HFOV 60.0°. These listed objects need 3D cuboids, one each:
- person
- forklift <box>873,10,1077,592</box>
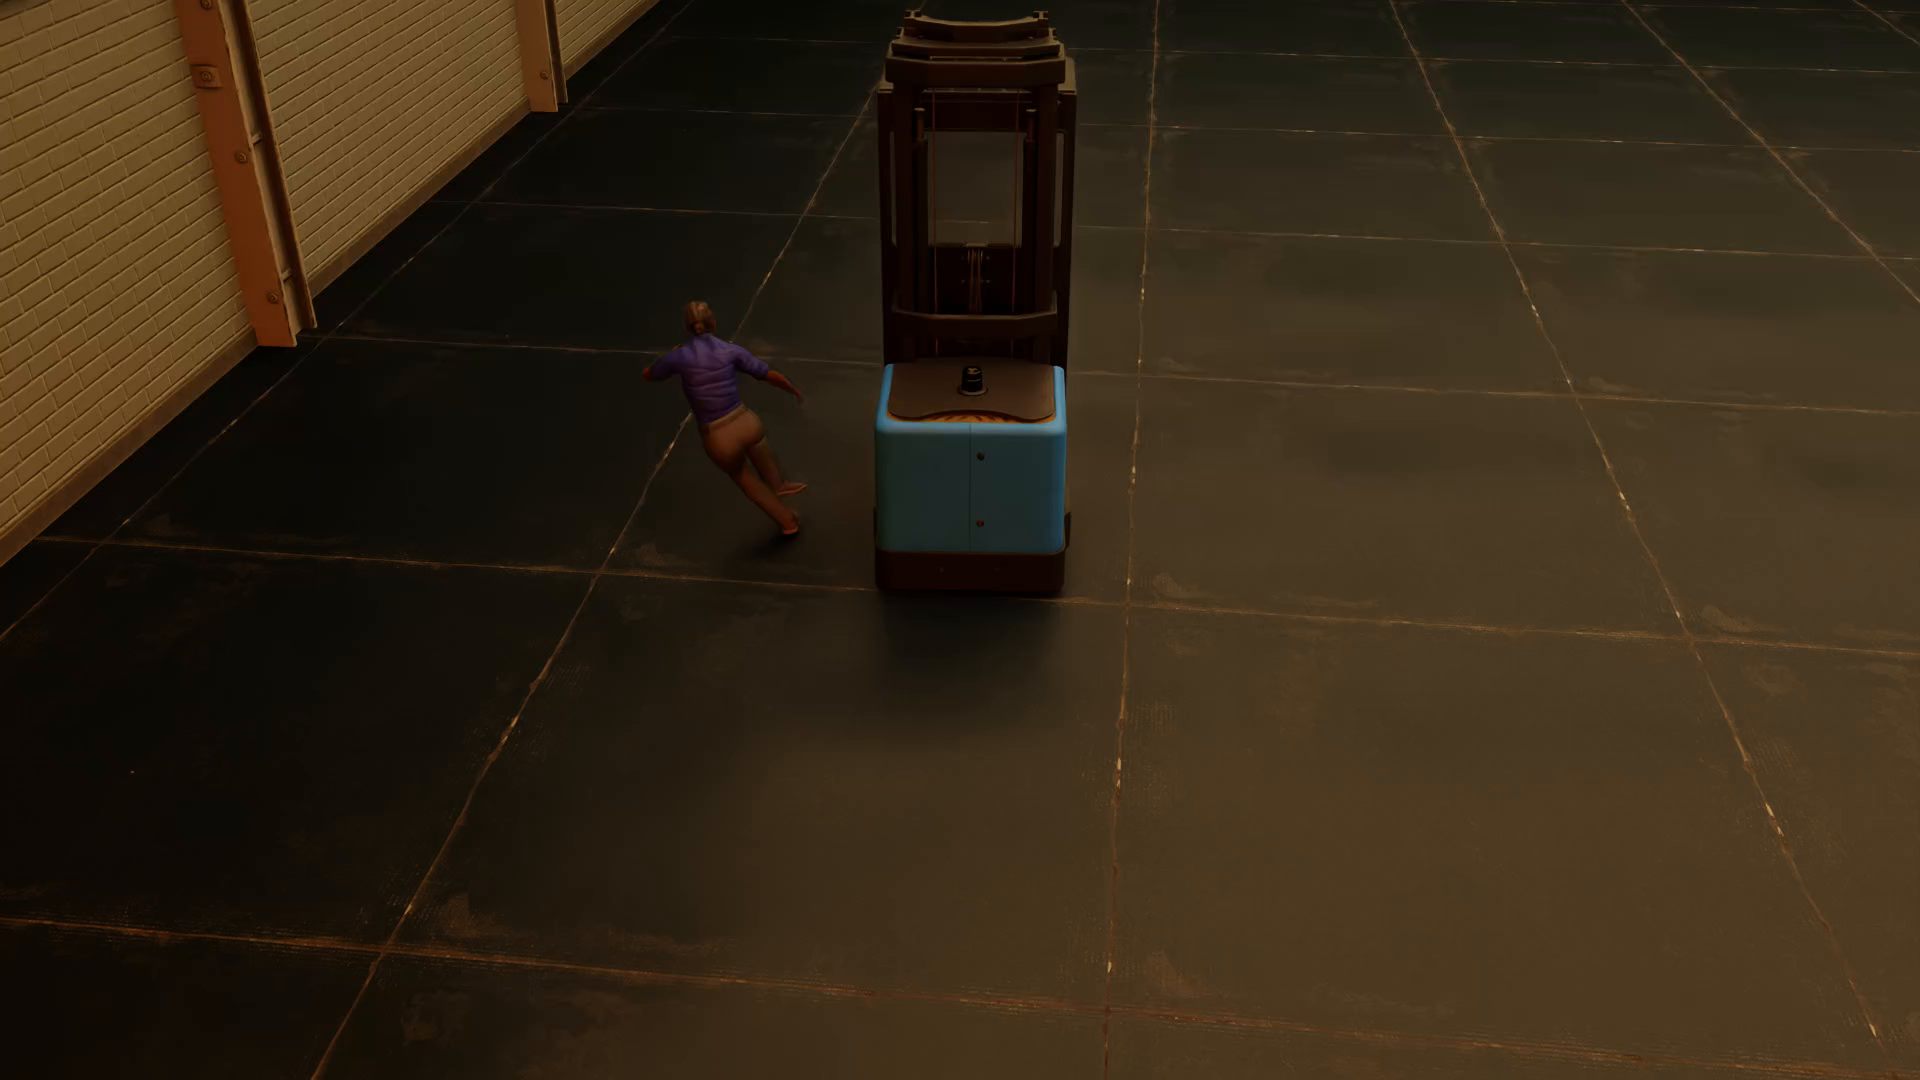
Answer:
[{"bbox_3d":[-1.339,-0.731,9.648,0.883,1.429,0.844,-14,33,-22],"label":"person"},{"bbox_3d":[0.101,-1.691,9.777,1.130,2.935,3.031,1,31,2],"label":"forklift"}]
